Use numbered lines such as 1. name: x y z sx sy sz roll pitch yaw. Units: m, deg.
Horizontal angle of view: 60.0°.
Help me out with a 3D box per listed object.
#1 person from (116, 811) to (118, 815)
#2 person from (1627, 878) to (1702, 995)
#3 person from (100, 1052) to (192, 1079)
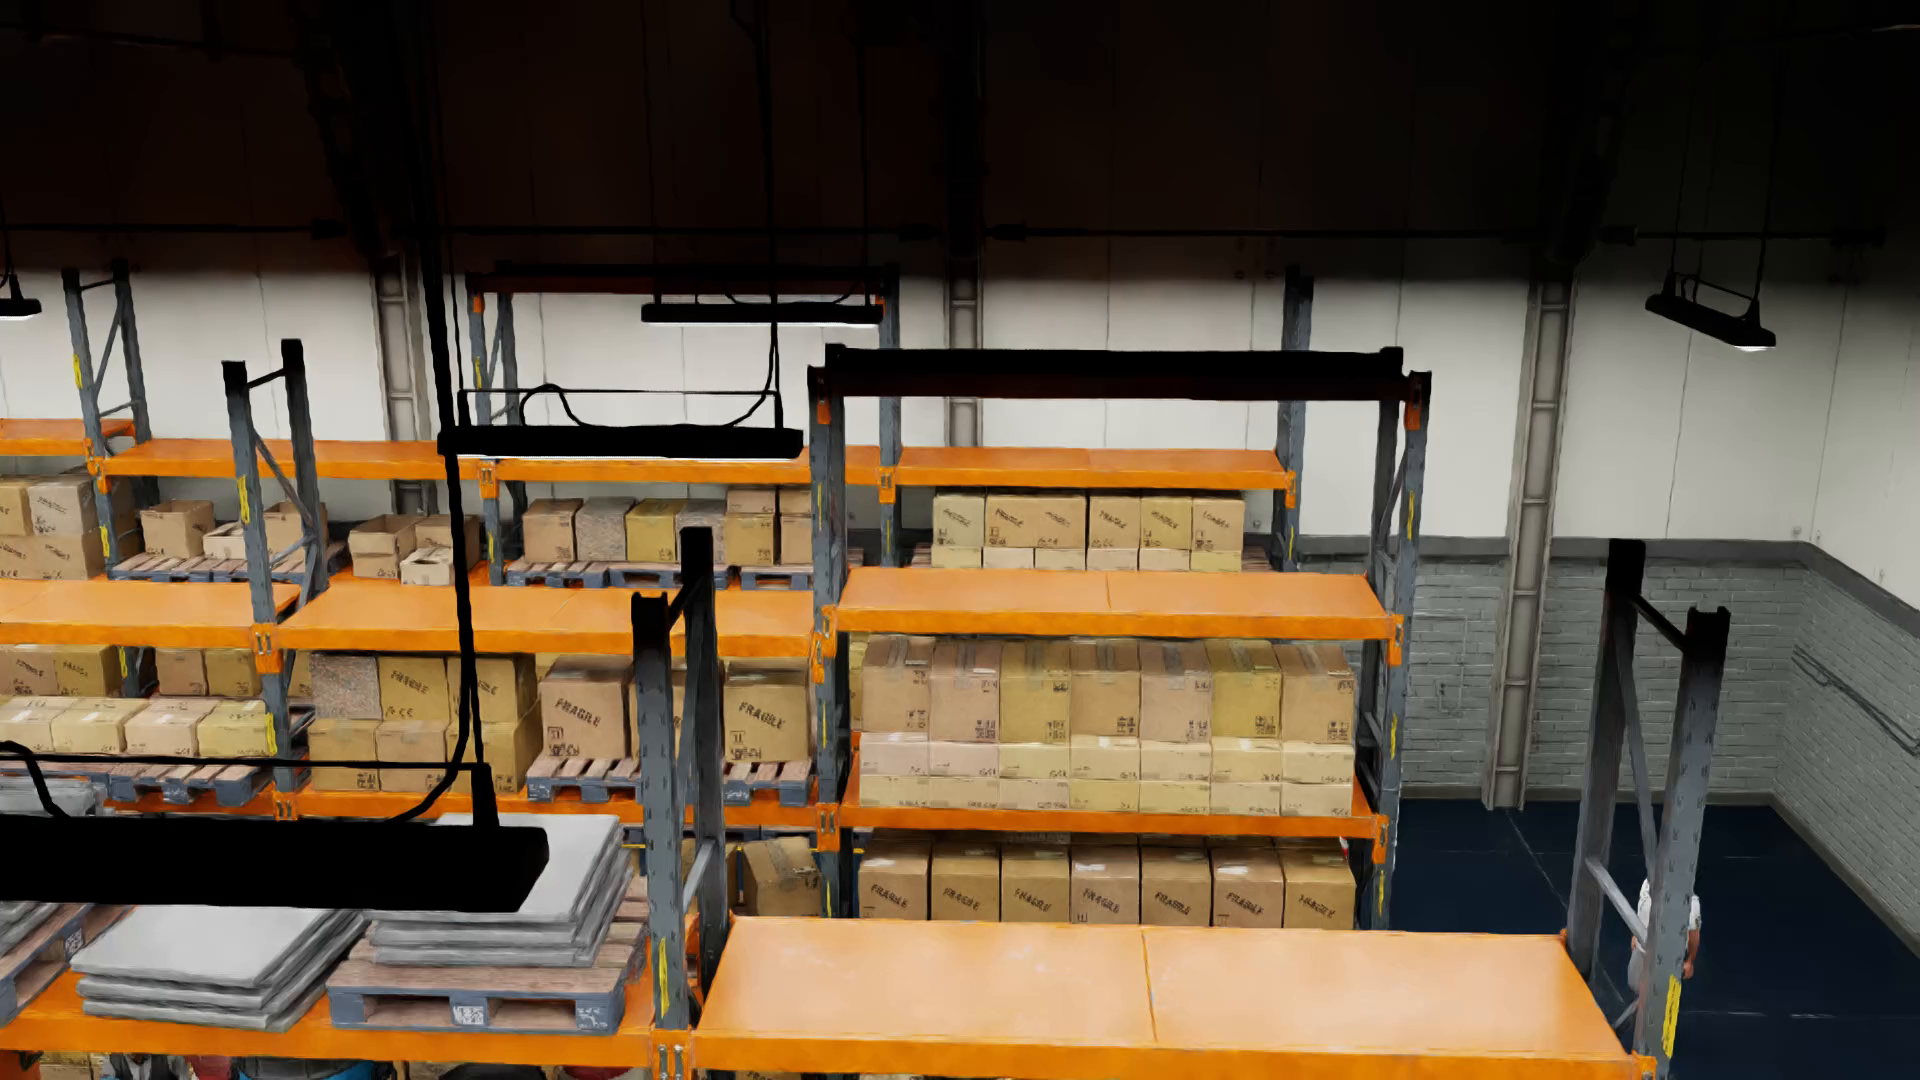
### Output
1. person: -8.709 2.572 16.556 0.604 1.781 0.444 -7 17 -22
2. person: 5.885 3.374 13.866 0.573 1.746 0.602 -10 19 -31
3. person: -5.570 4.062 11.498 0.587 1.698 0.370 -6 17 -21
